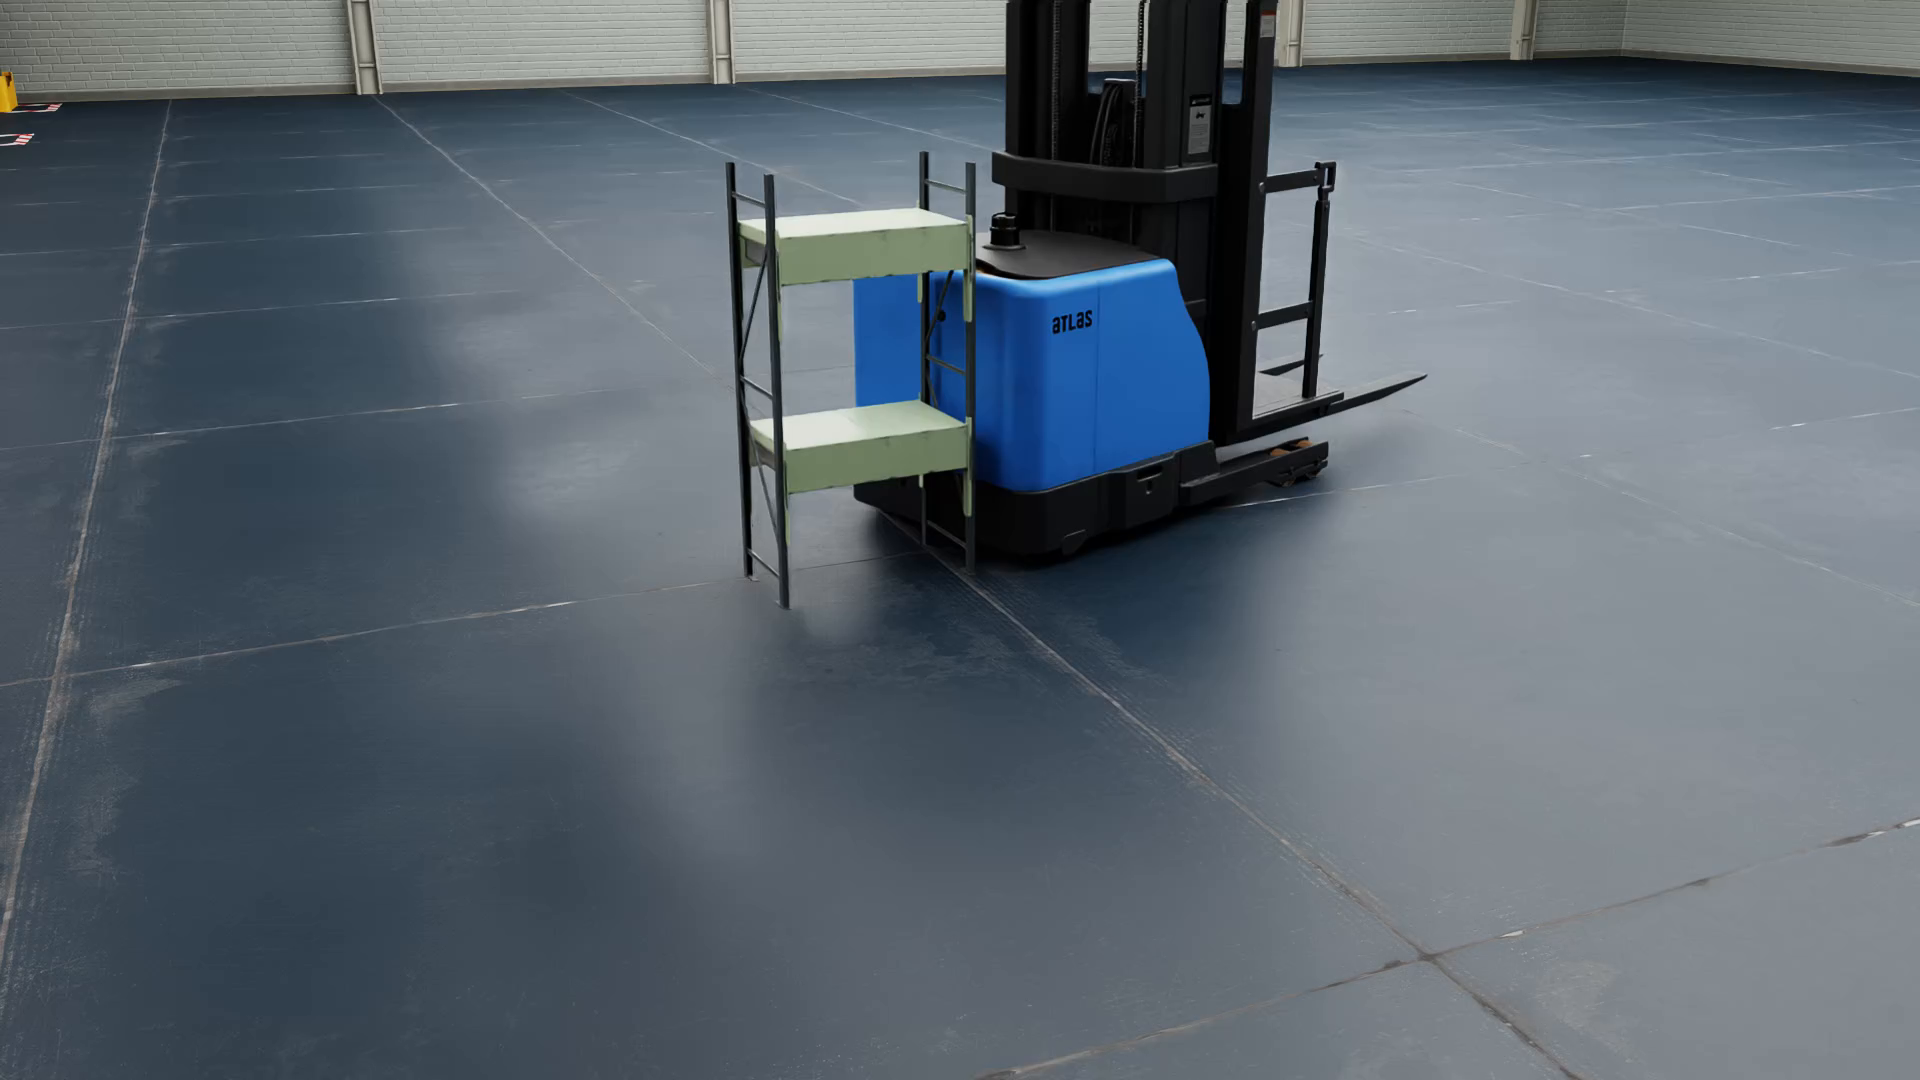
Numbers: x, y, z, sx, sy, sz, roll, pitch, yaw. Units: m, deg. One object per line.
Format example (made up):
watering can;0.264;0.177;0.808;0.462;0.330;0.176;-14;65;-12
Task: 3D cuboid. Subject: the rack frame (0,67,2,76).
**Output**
rack frame;-14.264;-7.815;24.202;0.127;3.000;1.000;-8;21;-22

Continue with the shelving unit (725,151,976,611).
shelving unit;-0.371;-0.575;5.897;0.755;1.500;0.431;-10;22;-26

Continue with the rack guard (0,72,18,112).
rack guard;-14.242;-6.639;24.626;0.348;0.500;1.175;-8;21;-22

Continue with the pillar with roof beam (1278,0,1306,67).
pillar with roof beam;8.481;-12.673;28.964;0.400;9.000;9.100;-8;21;-22

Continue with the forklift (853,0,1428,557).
forklift;0.976;-1.719;6.990;3.031;2.935;1.130;-18;26;-41

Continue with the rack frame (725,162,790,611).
rack frame;-0.697;-0.519;5.739;0.023;1.500;0.400;-10;22;-26

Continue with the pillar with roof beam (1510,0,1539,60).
pillar with roof beam;13.991;-13.462;31.206;0.400;9.000;9.100;-8;21;-22

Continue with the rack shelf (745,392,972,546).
rack shelf;-0.371;-0.267;6.005;0.720;0.370;0.431;-10;22;-26

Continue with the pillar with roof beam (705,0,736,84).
pillar with roof beam;-2.537;-11.094;24.481;0.400;9.000;9.100;-8;21;-22

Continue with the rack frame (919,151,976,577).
rack frame;-0.046;-0.630;6.054;0.023;1.500;0.400;-10;22;-26

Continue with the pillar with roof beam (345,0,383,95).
pillar with roof beam;-8.046;-10.305;22.239;0.400;9.000;9.100;-8;21;-22

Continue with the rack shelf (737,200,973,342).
rack shelf;-0.371;-0.943;5.767;0.720;0.370;0.431;-10;22;-26
